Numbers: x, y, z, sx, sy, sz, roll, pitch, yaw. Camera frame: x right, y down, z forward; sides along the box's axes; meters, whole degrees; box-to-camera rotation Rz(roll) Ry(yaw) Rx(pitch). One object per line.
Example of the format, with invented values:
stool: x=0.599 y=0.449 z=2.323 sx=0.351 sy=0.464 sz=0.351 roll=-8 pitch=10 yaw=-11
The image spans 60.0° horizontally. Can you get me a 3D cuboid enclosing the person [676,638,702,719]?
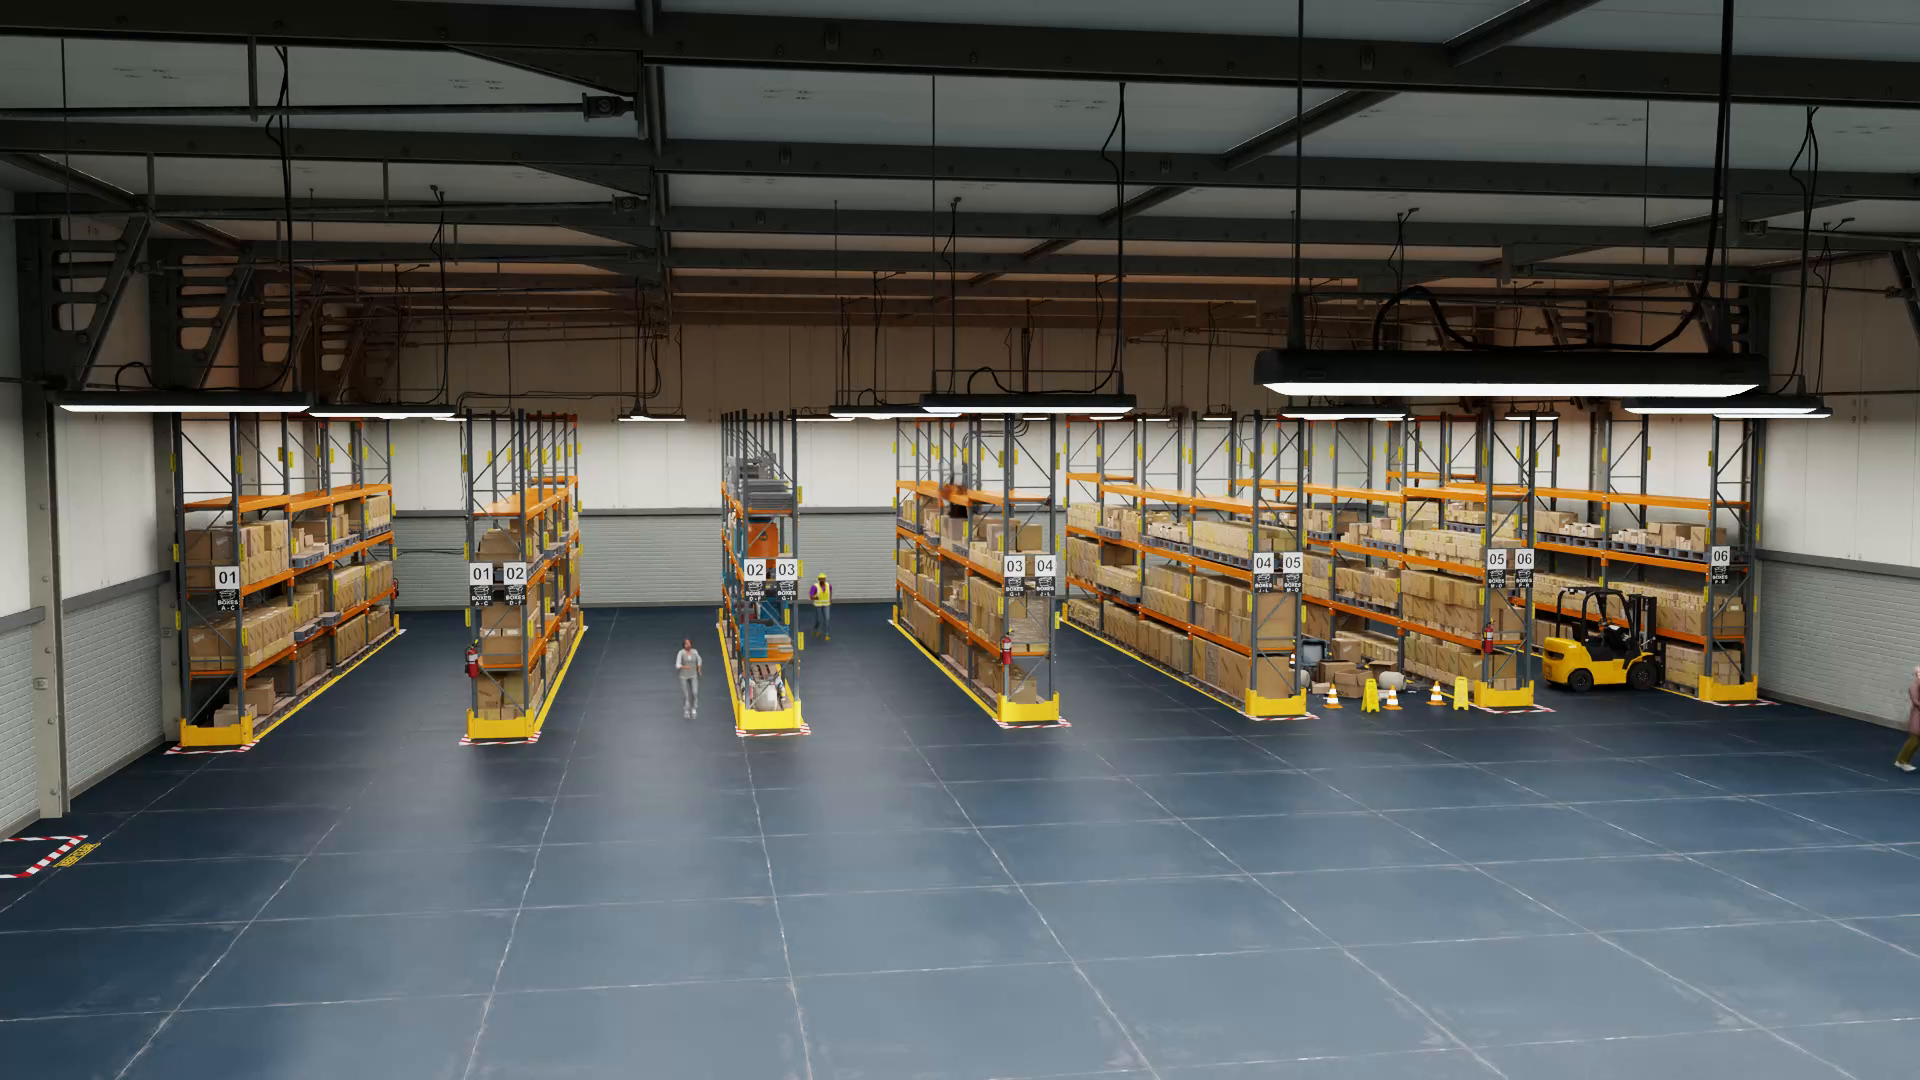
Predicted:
person: x=-5.235 y=2.683 z=32.164 sx=0.510 sy=1.565 sz=0.644 roll=-1 pitch=4 yaw=-14

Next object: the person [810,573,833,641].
person: x=-3.670 y=1.753 z=44.063 sx=0.665 sy=1.766 sz=0.968 roll=-1 pitch=4 yaw=-18

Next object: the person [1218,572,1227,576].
person: x=8.063 y=1.366 z=50.784 sx=0.573 sy=1.639 sz=0.671 roll=0 pitch=4 yaw=-6

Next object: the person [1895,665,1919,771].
person: x=15.705 y=2.953 z=27.121 sx=0.689 sy=1.826 sz=0.798 roll=-2 pitch=5 yaw=-28

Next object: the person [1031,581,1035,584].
person: x=2.179 y=1.633 z=46.061 sx=0.671 sy=1.842 sz=0.900 roll=0 pitch=4 yaw=-1
